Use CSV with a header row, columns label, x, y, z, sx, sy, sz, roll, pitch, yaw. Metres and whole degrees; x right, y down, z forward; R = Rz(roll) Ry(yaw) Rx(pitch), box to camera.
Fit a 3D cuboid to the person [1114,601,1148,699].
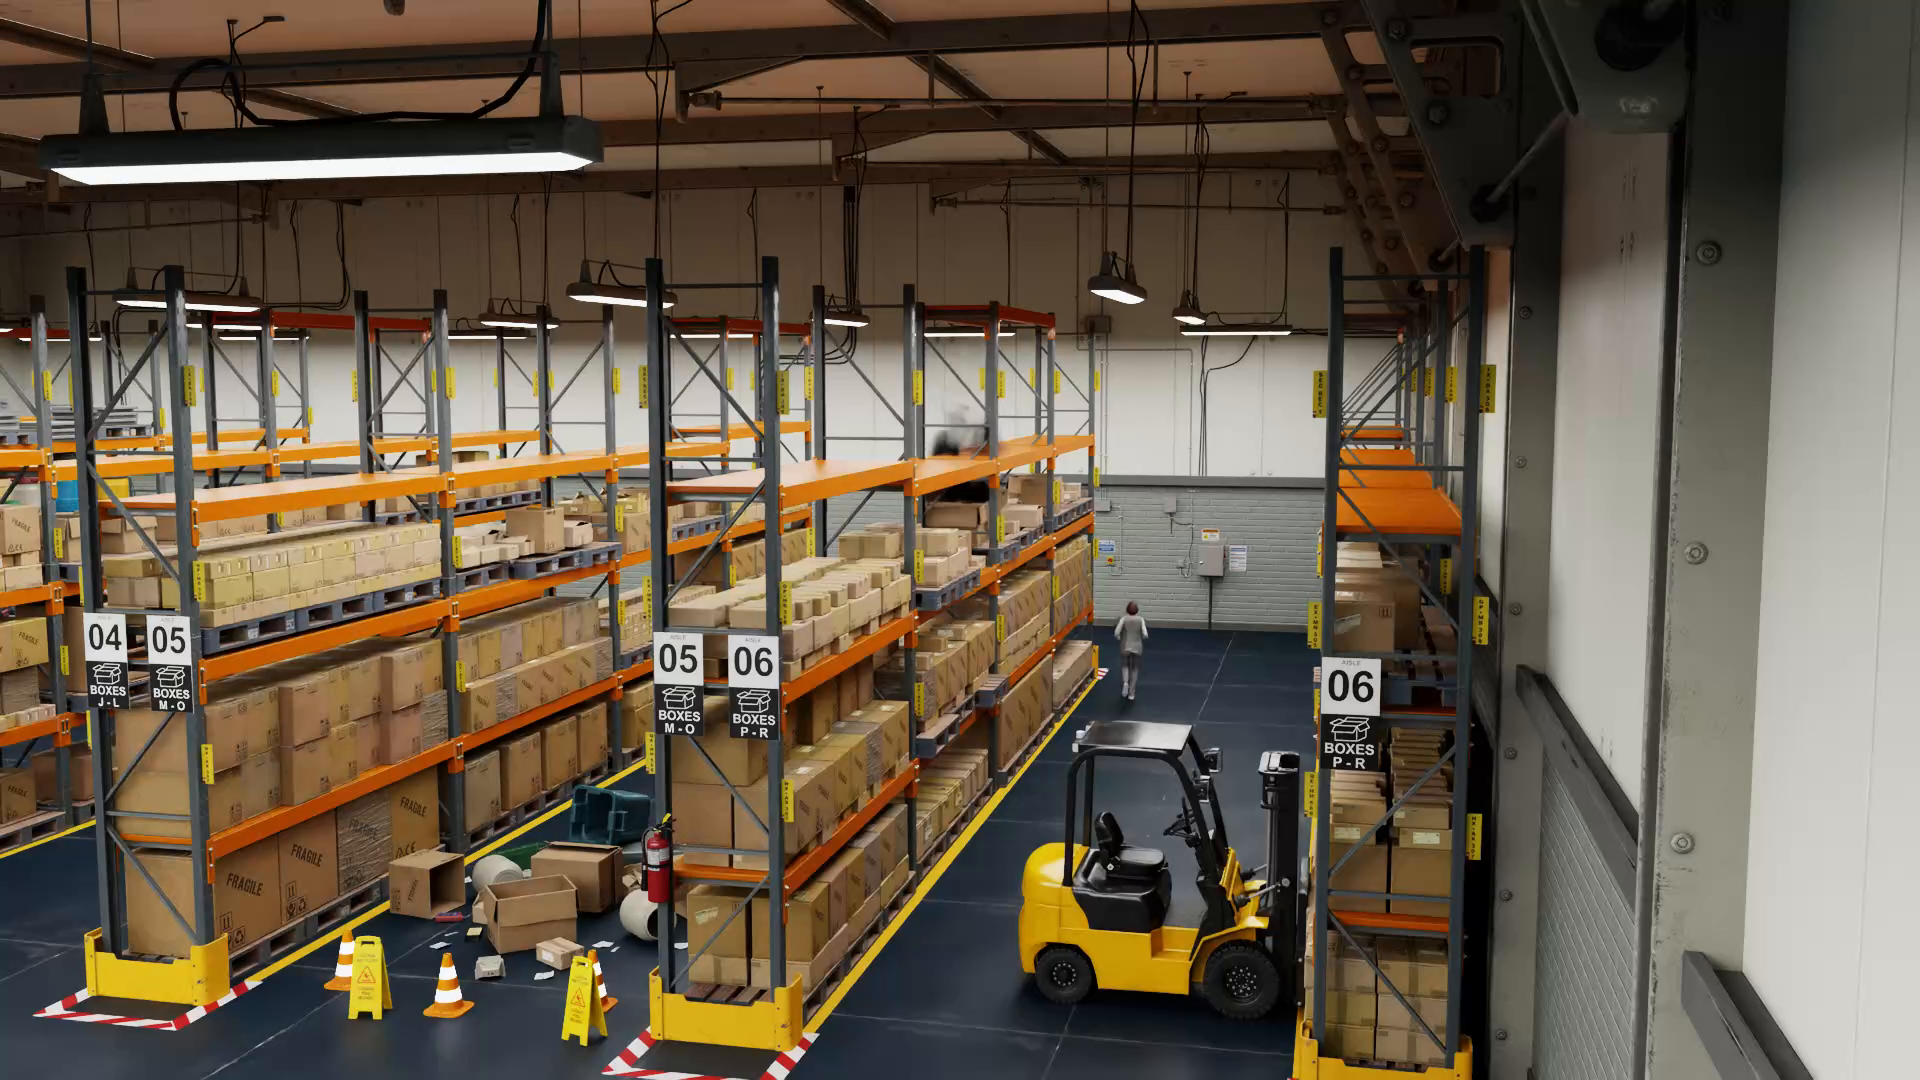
label,x,y,z,sx,sy,sz,roll,pitch,yaw
person,2.708,1.728,26.293,0.526,1.556,0.536,1,6,8
